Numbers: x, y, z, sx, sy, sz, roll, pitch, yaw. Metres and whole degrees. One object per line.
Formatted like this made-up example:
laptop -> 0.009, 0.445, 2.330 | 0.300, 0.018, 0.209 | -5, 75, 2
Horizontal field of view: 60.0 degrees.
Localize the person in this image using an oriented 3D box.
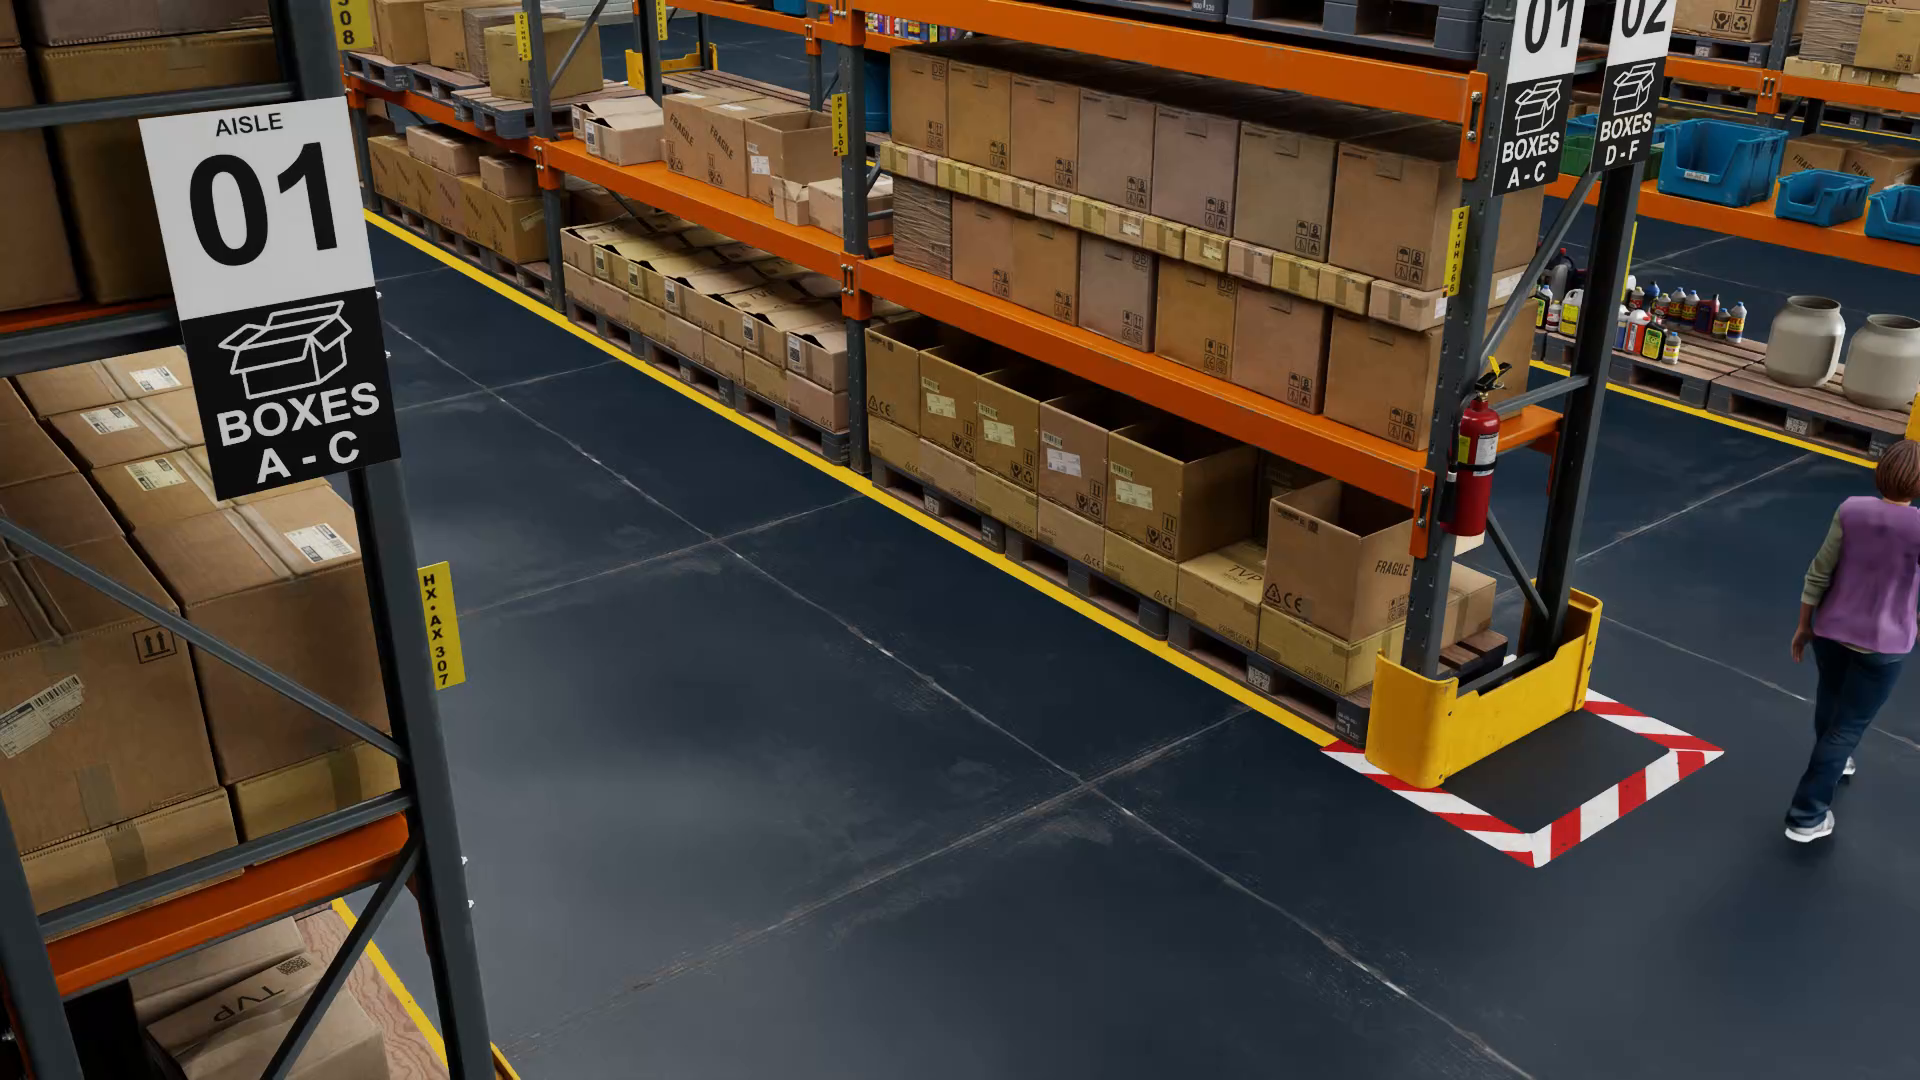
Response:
person -> 3.449, 0.356, 6.327 | 0.809, 1.590, 0.423 | -21, 32, -37
